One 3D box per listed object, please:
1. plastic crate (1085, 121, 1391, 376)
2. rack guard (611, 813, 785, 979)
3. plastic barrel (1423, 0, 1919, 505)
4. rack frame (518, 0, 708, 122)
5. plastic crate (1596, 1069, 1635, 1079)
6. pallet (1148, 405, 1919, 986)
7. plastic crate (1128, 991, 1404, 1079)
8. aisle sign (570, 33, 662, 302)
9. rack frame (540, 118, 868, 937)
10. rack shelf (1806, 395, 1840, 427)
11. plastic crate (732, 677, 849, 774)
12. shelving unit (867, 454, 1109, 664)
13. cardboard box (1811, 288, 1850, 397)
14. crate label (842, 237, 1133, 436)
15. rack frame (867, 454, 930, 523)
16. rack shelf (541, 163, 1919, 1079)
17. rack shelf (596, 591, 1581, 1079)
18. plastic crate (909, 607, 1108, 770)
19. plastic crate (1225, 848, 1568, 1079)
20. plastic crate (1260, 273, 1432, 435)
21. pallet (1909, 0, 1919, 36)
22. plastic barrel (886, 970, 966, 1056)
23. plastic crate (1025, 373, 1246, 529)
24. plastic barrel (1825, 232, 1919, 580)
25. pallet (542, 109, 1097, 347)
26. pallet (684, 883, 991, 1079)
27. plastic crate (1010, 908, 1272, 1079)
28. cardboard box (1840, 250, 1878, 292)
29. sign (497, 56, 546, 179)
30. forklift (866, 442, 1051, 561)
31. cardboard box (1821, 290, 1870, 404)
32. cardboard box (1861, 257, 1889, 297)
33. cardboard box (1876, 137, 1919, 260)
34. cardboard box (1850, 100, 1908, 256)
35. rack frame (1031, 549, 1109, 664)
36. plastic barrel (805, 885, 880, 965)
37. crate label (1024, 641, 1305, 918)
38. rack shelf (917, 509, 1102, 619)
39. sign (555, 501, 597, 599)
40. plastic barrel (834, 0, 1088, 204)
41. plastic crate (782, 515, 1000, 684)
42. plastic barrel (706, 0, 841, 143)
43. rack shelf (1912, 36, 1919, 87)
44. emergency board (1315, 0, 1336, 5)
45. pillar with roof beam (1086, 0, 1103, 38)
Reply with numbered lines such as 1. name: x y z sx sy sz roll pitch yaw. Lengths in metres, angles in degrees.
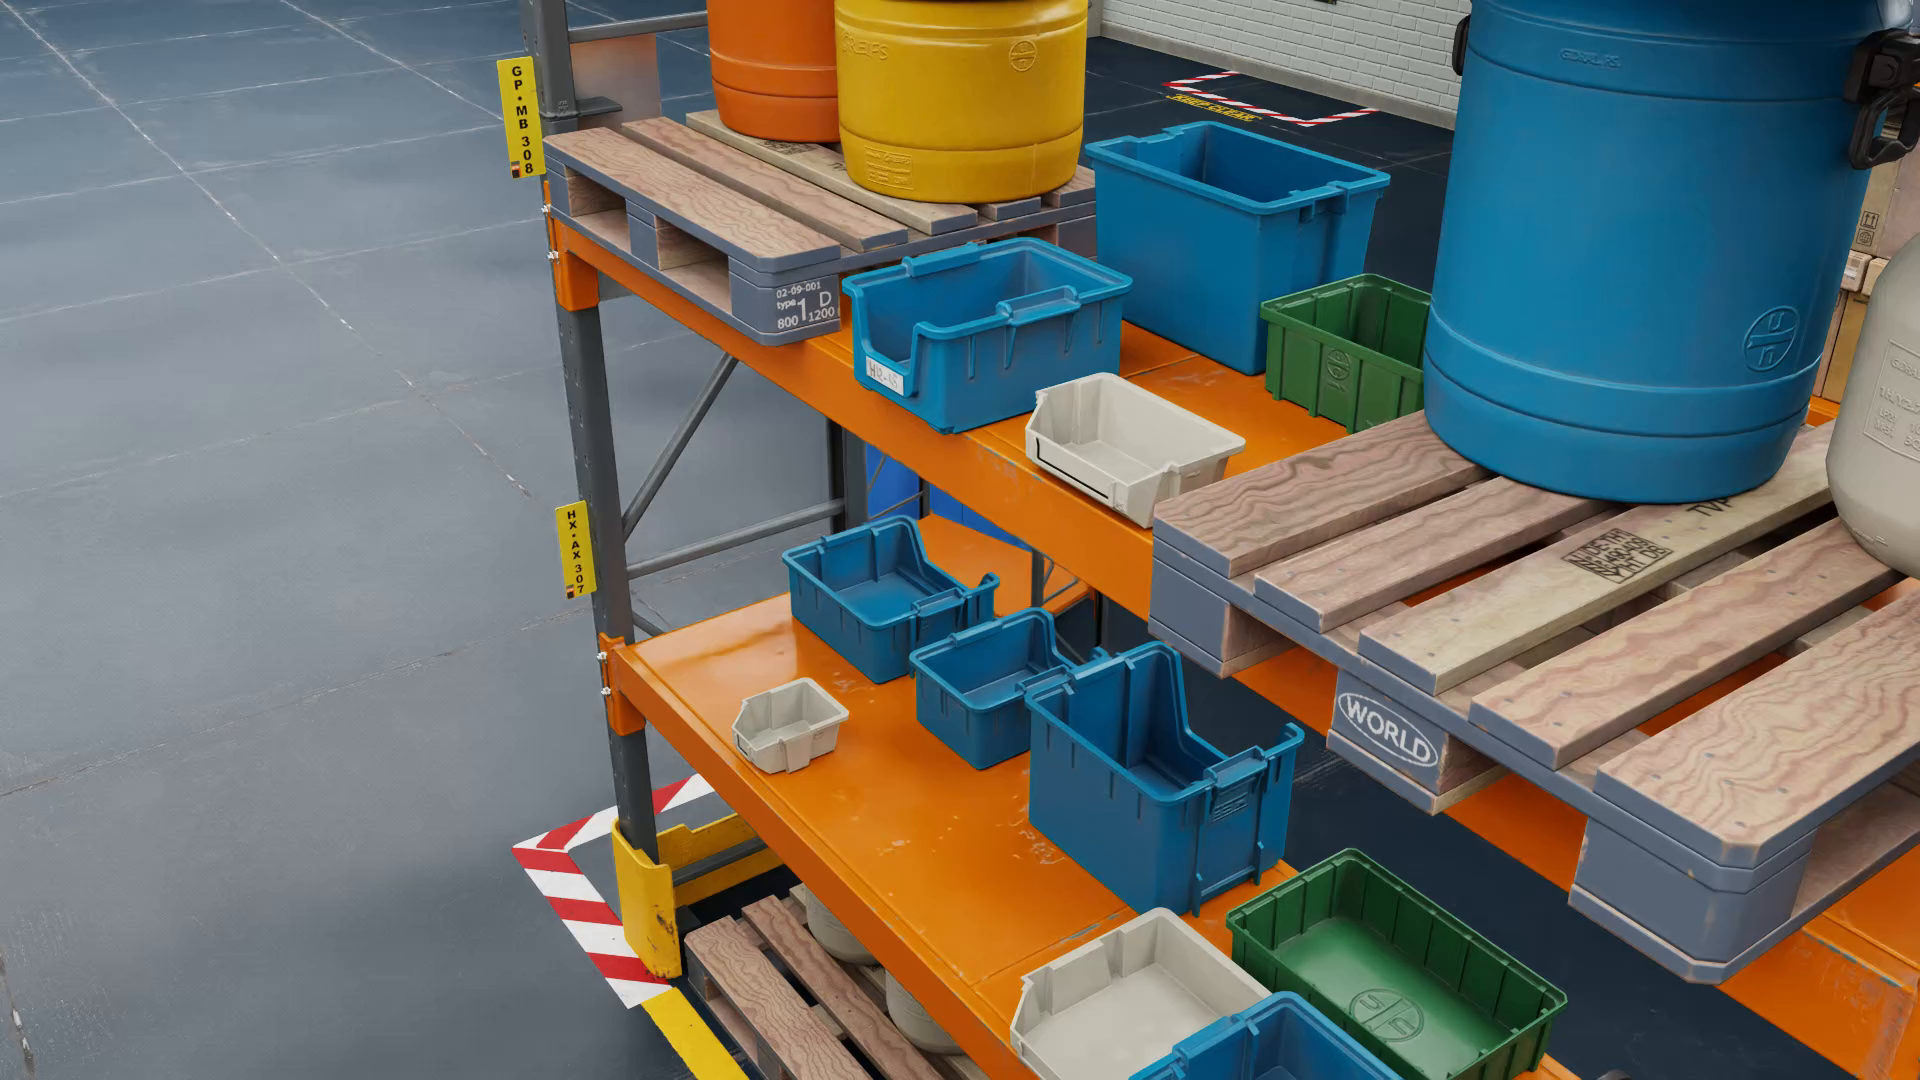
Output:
1. plastic crate: 0.589 -0.649 3.676 0.392 0.384 0.575 -19 34 -31
2. rack guard: -0.680 1.119 6.166 1.175 0.500 0.348 -19 34 -31
3. plastic barrel: 1.068 -0.581 2.568 0.600 0.901 0.708 -19 34 -31
4. rack frame: -0.762 -2.632 4.168 1.000 3.000 0.127 -19 34 -31
5. plastic crate: 1.358 1.347 3.191 0.767 0.338 0.504 -19 34 -31
6. pallet: 1.060 0.070 2.532 1.213 0.211 1.003 -19 34 -31
7. plastic crate: 0.695 1.269 3.426 0.499 0.251 0.616 -19 34 -31
8. aisle sign: -1.042 -1.085 4.882 0.394 0.787 0.004 -19 34 -31
9. rack frame: -0.762 0.004 5.600 1.000 3.000 0.127 -19 34 -31
10. rack shelf: 4.435 -0.272 6.862 1.077 0.370 4.000 -19 34 -31
11. plastic crate: -0.505 0.557 4.858 0.298 0.136 0.250 -19 34 -31
12. shelving unit: 0.080 0.030 7.123 1.083 1.500 0.587 22 36 35
13. cardboard box: 3.844 -1.022 7.384 0.700 0.500 0.500 -18 33 -29
14. crate label: 0.055 -0.430 3.411 0.502 0.251 0.408 -19 34 -31
15. rack frame: -0.312 -0.131 7.420 0.032 1.500 0.500 22 36 35
16. rack shelf: 0.398 -0.221 3.624 1.077 0.370 4.000 -19 34 -31
17. rack shelf: 0.398 1.098 4.340 1.077 0.370 4.000 -19 34 -31
18. plastic crate: 0.144 0.435 4.962 0.499 0.251 0.408 -19 34 -31
19. plastic crate: 1.001 1.046 3.903 0.450 0.188 0.662 -19 34 -31
20. plastic crate: 0.865 -0.355 3.339 0.336 0.188 0.450 -19 34 -31
21. pallet: 3.664 -2.363 6.908 1.003 0.211 1.213 -19 34 -31
22. plastic barrel: -0.027 1.342 5.302 0.421 0.512 0.421 0 29 0
23. plastic crate: 0.298 -0.155 3.026 0.243 0.136 0.396 -19 34 -31
24. plastic barrel: 1.468 -0.215 2.302 0.421 0.512 0.421 0 29 0
25. pallet: -0.362 -0.883 4.287 1.003 0.211 1.213 -19 34 -31
26. pallet: -0.213 1.563 5.651 1.003 0.211 1.213 -19 34 -31
27. plastic crate: 0.410 1.114 3.833 0.530 0.136 0.437 -19 34 -31
28. cardboard box: 3.771 -1.185 7.004 0.380 0.149 0.250 -19 34 -31
29. sign: -1.213 -1.168 4.605 0.100 0.325 0.005 -19 34 -31
30. forklift: 0.028 -1.597 8.619 1.130 2.935 3.031 0 29 1
31. cardboard box: 4.127 -0.827 7.026 0.700 0.500 0.500 -19 34 -30
32. cardboard box: 3.927 -1.082 6.815 0.380 0.149 0.250 -20 34 -32
33. cardboard box: 4.169 -1.376 6.676 0.700 0.500 0.500 -19 34 -30
34. cardboard box: 3.876 -1.571 7.036 0.700 0.500 0.500 -20 34 -32
35. rack frame: 0.458 0.186 6.836 0.032 1.500 0.500 22 36 35
36. plastic barrel: -0.318 1.147 5.661 0.421 0.512 0.421 0 29 0
37. crate label: 0.526 0.629 4.412 0.502 0.435 0.616 -19 34 -31
38. rack shelf: 0.073 0.185 7.214 1.000 0.185 0.538 22 36 35
39. sign: -1.213 0.033 5.256 0.100 0.325 0.005 -19 34 -31
40. plastic barrel: 0.003 -1.173 3.988 0.600 0.588 0.600 0 29 0
41. plastic crate: -0.228 0.181 5.430 0.499 0.251 0.616 -19 34 -31
42. plastic barrel: -0.377 -1.534 4.398 0.600 0.830 0.708 -19 34 -31
43. rack shelf: 4.435 -1.590 6.146 1.077 0.370 4.000 -19 34 -31
44. emergency board: 3.546 -6.018 16.689 0.157 1.169 0.626 -19 34 -31
45. pillar with roof beam: -2.049 -8.816 15.553 9.100 9.000 0.400 -19 34 -31
